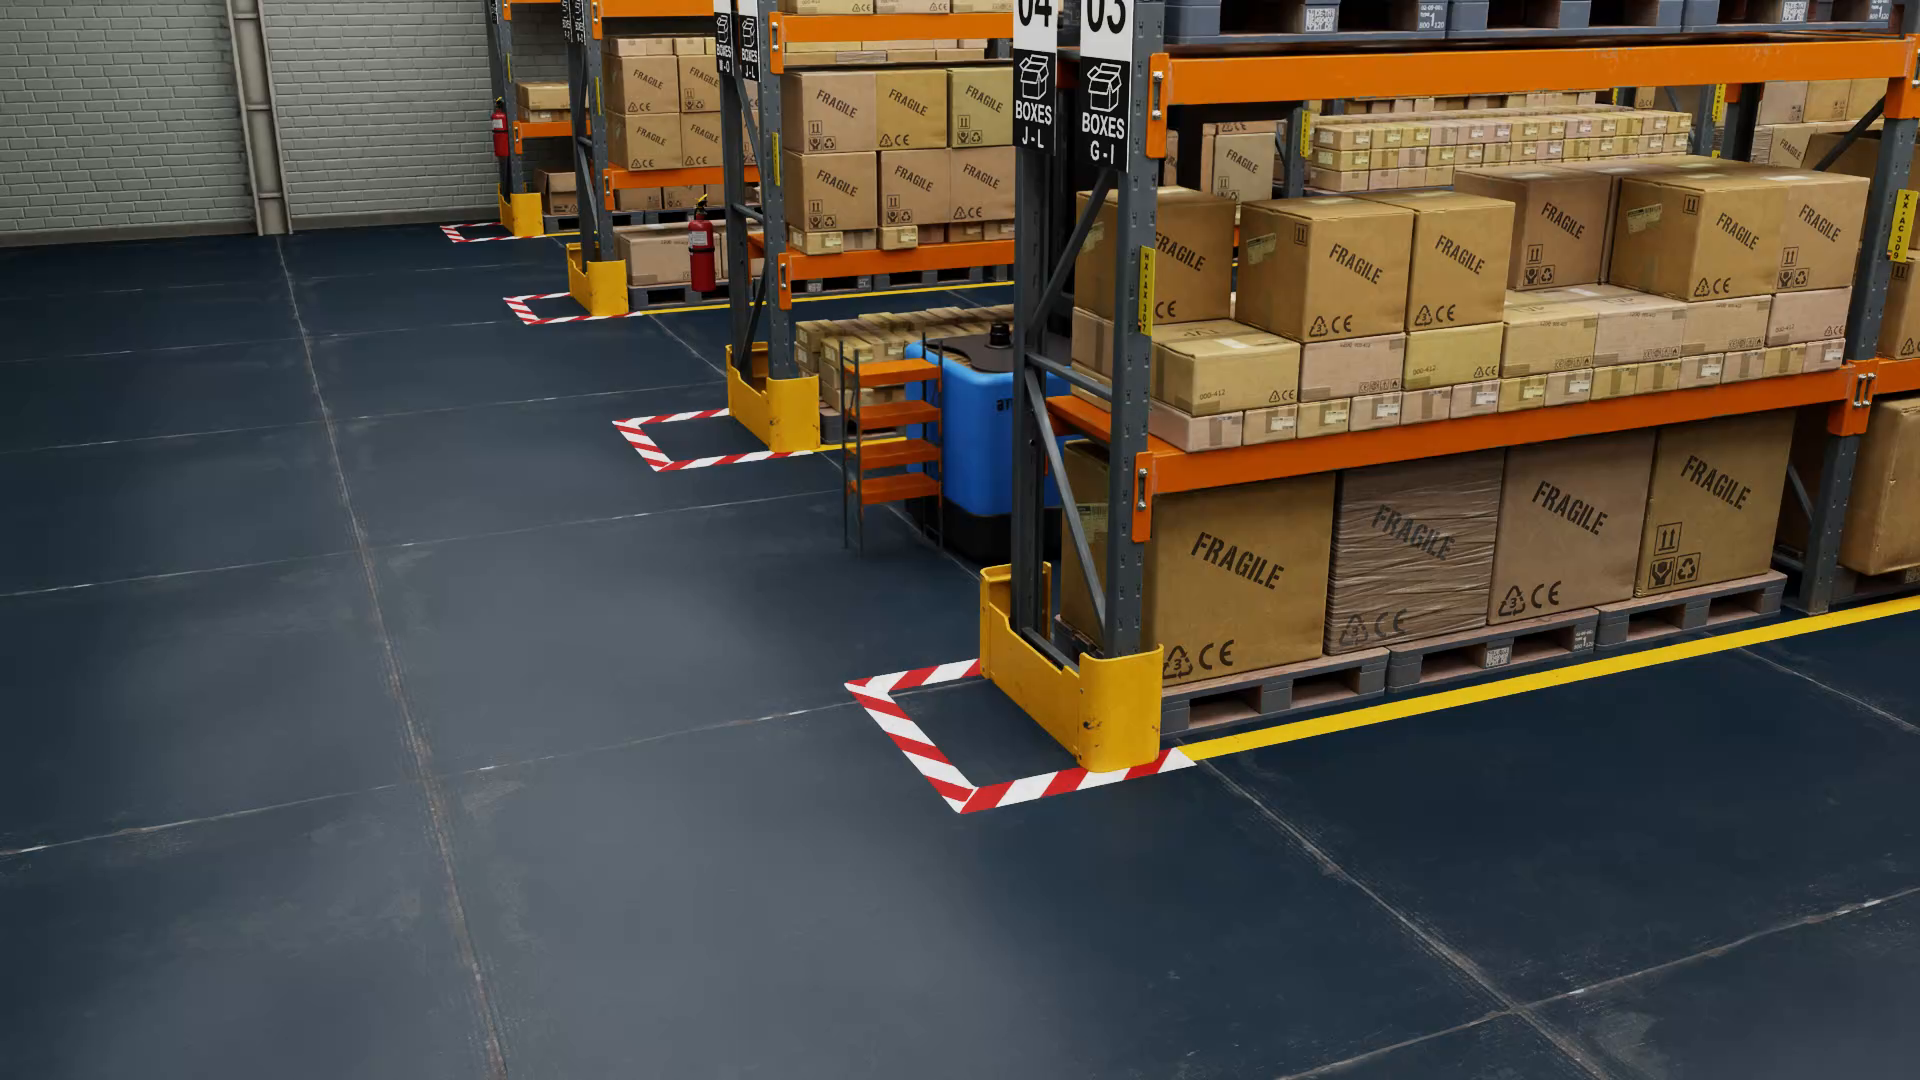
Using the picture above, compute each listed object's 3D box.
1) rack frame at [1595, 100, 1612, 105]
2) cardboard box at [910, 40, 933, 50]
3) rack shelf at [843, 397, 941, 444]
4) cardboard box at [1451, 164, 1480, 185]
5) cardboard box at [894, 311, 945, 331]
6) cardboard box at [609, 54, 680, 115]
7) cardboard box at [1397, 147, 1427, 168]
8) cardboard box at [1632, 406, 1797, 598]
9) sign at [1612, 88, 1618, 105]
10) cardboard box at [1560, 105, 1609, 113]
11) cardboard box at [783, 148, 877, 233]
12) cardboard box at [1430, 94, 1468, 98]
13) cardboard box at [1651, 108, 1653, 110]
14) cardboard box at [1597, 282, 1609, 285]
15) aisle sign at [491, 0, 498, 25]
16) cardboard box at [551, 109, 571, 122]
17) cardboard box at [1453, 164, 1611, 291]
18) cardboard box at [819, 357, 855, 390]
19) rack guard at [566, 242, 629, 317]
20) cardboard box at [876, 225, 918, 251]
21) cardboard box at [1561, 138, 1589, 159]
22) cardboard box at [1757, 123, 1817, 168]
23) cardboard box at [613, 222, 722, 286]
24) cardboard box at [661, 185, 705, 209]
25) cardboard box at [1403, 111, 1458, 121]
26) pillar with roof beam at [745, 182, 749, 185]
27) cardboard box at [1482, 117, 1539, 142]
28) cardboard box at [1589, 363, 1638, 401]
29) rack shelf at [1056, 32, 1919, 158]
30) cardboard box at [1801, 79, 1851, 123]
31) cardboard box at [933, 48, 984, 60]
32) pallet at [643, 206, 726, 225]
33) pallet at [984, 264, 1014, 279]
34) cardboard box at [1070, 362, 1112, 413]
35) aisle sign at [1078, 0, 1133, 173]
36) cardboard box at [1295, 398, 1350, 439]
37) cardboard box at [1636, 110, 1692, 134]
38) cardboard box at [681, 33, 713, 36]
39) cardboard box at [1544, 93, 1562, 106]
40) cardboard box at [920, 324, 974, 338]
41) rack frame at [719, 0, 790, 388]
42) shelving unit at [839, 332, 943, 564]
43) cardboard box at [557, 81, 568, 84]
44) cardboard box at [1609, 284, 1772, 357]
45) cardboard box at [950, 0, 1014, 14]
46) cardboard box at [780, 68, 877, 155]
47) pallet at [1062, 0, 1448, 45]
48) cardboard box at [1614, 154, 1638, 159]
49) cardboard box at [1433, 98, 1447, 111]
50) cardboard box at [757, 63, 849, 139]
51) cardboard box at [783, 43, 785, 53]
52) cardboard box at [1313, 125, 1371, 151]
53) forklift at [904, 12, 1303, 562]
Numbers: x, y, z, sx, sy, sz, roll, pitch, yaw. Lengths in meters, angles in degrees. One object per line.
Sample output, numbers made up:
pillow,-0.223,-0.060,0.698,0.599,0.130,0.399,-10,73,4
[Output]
rack frame,7.577,-5.258,19.938,0.127,3.000,1.000,-8,21,-22
cardboard box,-0.443,-4.861,16.178,0.250,0.149,0.380,-8,21,-22
rack shelf,-0.373,-0.656,9.107,0.480,0.148,0.258,-9,21,-24
cardboard box,3.777,-2.836,12.807,0.250,0.149,0.380,-9,21,-24
cardboard box,-0.298,-1.567,12.220,0.250,0.149,0.380,-9,21,-24
cardboard box,-2.888,-4.174,15.204,0.500,0.500,0.500,-9,21,-23
cardboard box,3.303,-2.909,12.566,0.250,0.149,0.380,-8,21,-21
cardboard box,3.519,-0.317,8.471,0.875,0.875,0.875,-8,21,-22
sign,5.735,-3.950,14.481,0.005,0.325,0.100,-8,21,-22
cardboard box,5.211,-3.557,13.959,0.250,0.149,0.380,-9,21,-23
cardboard box,-0.866,-2.345,11.067,0.500,0.500,0.500,-7,21,-19
cardboard box,5.370,-5.248,18.680,0.500,0.500,0.500,-8,21,-21
cardboard box,8.205,-5.132,19.958,0.250,0.149,0.380,-8,21,-20
cardboard box,3.163,-1.207,8.211,0.500,0.250,0.500,-8,21,-22
aisle sign,-5.357,-6.320,19.040,0.004,0.787,0.394,-8,21,-22
cardboard box,-4.785,-5.081,19.814,0.250,0.149,0.380,-8,21,-21
cardboard box,2.685,-1.489,7.883,0.500,0.500,0.500,-9,21,-24
cardboard box,-0.805,-1.167,11.532,0.250,0.149,0.380,-7,21,-20
rack guard,-3.463,-2.497,15.860,0.348,0.500,1.175,-8,21,-22
cardboard box,-0.475,-2.072,11.269,0.250,0.149,0.380,-9,21,-23
cardboard box,4.740,-3.115,13.151,0.250,0.149,0.380,-8,21,-22
cardboard box,6.943,-3.327,14.303,0.500,0.500,0.500,-8,21,-22
cardboard box,-2.875,-2.786,16.143,0.875,0.438,0.875,-9,21,-24
cardboard box,-3.486,-4.402,20.640,0.500,0.500,0.500,-8,21,-21
cardboard box,3.773,-3.353,13.378,0.250,0.149,0.380,-9,21,-24
pillar with roof beam,-1.029,-7.419,17.042,0.400,9.000,9.100,-8,21,-22
cardboard box,4.262,-3.188,12.909,0.250,0.149,0.380,-7,21,-20
cardboard box,2.827,-0.755,7.529,0.250,0.149,0.380,-9,21,-23
rack shelf,2.321,-1.996,7.240,4.000,0.370,1.077,-8,21,-22
cardboard box,7.308,-3.945,14.554,0.500,0.500,0.700,-8,21,-23
cardboard box,-0.092,-4.578,16.350,0.500,0.500,0.500,-8,21,-22
pallet,-3.491,-4.151,20.994,1.213,0.211,1.003,-8,21,-22
pallet,0.910,-3.014,17.765,1.213,0.211,1.003,-8,21,-22
cardboard box,0.681,-0.686,7.331,0.250,0.149,0.380,-8,21,-21
aisle sign,0.537,-1.782,6.153,0.004,0.787,0.394,-8,21,-22
cardboard box,1.411,-0.552,6.953,0.250,0.149,0.380,-9,21,-23
cardboard box,5.689,-3.391,13.487,0.250,0.149,0.380,-9,21,-24
cardboard box,-2.516,-4.733,15.815,0.250,0.149,0.380,-8,21,-21
cardboard box,6.742,-5.111,19.268,0.250,0.149,0.380,-9,21,-23
cardboard box,-0.090,-1.407,11.766,0.250,0.149,0.380,-9,21,-25
rack frame,-1.388,-2.183,11.205,0.127,3.000,1.000,-8,21,-22
shelving unit,-0.373,-0.508,9.159,0.503,1.200,0.258,-9,21,-24
cardboard box,-4.620,-5.471,20.321,0.500,0.250,0.500,-8,21,-22
cardboard box,3.381,-1.046,7.753,0.500,0.250,0.500,-7,21,-20
cardboard box,0.079,-3.648,11.074,0.500,0.250,0.500,-9,21,-24
cardboard box,-0.870,-2.820,10.910,0.500,0.500,0.500,-8,21,-22
pallet,1.161,-2.131,6.674,1.213,0.211,1.003,-8,21,-22
cardboard box,5.222,-3.044,13.395,0.250,0.149,0.380,-8,21,-21
cardboard box,5.270,-4.931,18.757,0.250,0.149,0.380,-7,21,-19
cardboard box,-1.066,-2.978,11.359,0.500,0.500,0.500,-9,21,-23
cardboard box,-1.809,-4.632,15.529,0.250,0.149,0.380,-8,21,-21
cardboard box,2.829,-2.981,12.321,0.250,0.149,0.380,-7,21,-19
forklift,1.230,-1.577,9.588,3.031,2.935,1.130,-9,21,-24
